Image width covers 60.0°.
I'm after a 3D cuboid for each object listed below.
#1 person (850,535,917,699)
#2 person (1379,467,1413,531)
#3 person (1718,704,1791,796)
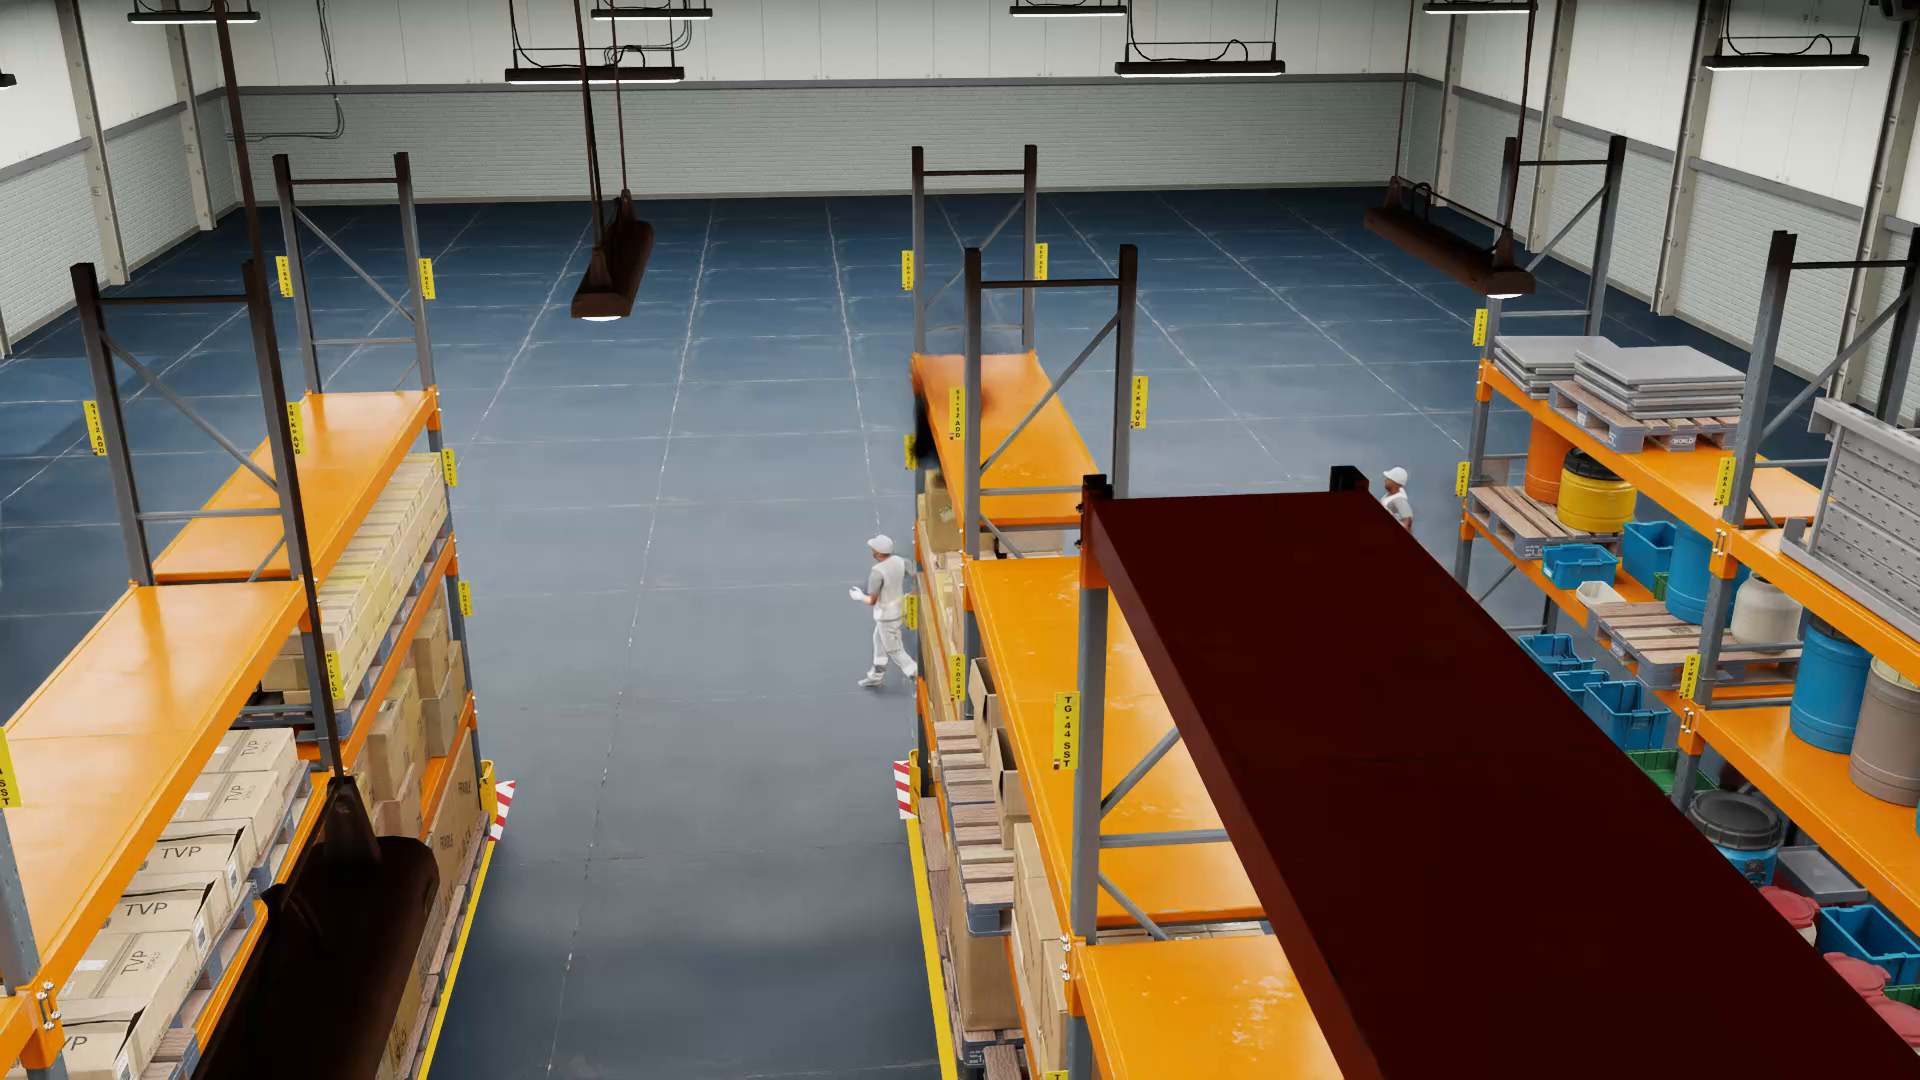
[{"bbox_3d":[-0.687,0.812,17.156,0.990,1.798,0.603,11,24,27],"label":"person"},{"bbox_3d":[4.895,0.019,19.194,0.680,1.807,0.659,8,23,20],"label":"person"},{"bbox_3d":[6.957,1.909,14.466,0.713,1.730,0.754,-5,22,-13],"label":"person"}]
